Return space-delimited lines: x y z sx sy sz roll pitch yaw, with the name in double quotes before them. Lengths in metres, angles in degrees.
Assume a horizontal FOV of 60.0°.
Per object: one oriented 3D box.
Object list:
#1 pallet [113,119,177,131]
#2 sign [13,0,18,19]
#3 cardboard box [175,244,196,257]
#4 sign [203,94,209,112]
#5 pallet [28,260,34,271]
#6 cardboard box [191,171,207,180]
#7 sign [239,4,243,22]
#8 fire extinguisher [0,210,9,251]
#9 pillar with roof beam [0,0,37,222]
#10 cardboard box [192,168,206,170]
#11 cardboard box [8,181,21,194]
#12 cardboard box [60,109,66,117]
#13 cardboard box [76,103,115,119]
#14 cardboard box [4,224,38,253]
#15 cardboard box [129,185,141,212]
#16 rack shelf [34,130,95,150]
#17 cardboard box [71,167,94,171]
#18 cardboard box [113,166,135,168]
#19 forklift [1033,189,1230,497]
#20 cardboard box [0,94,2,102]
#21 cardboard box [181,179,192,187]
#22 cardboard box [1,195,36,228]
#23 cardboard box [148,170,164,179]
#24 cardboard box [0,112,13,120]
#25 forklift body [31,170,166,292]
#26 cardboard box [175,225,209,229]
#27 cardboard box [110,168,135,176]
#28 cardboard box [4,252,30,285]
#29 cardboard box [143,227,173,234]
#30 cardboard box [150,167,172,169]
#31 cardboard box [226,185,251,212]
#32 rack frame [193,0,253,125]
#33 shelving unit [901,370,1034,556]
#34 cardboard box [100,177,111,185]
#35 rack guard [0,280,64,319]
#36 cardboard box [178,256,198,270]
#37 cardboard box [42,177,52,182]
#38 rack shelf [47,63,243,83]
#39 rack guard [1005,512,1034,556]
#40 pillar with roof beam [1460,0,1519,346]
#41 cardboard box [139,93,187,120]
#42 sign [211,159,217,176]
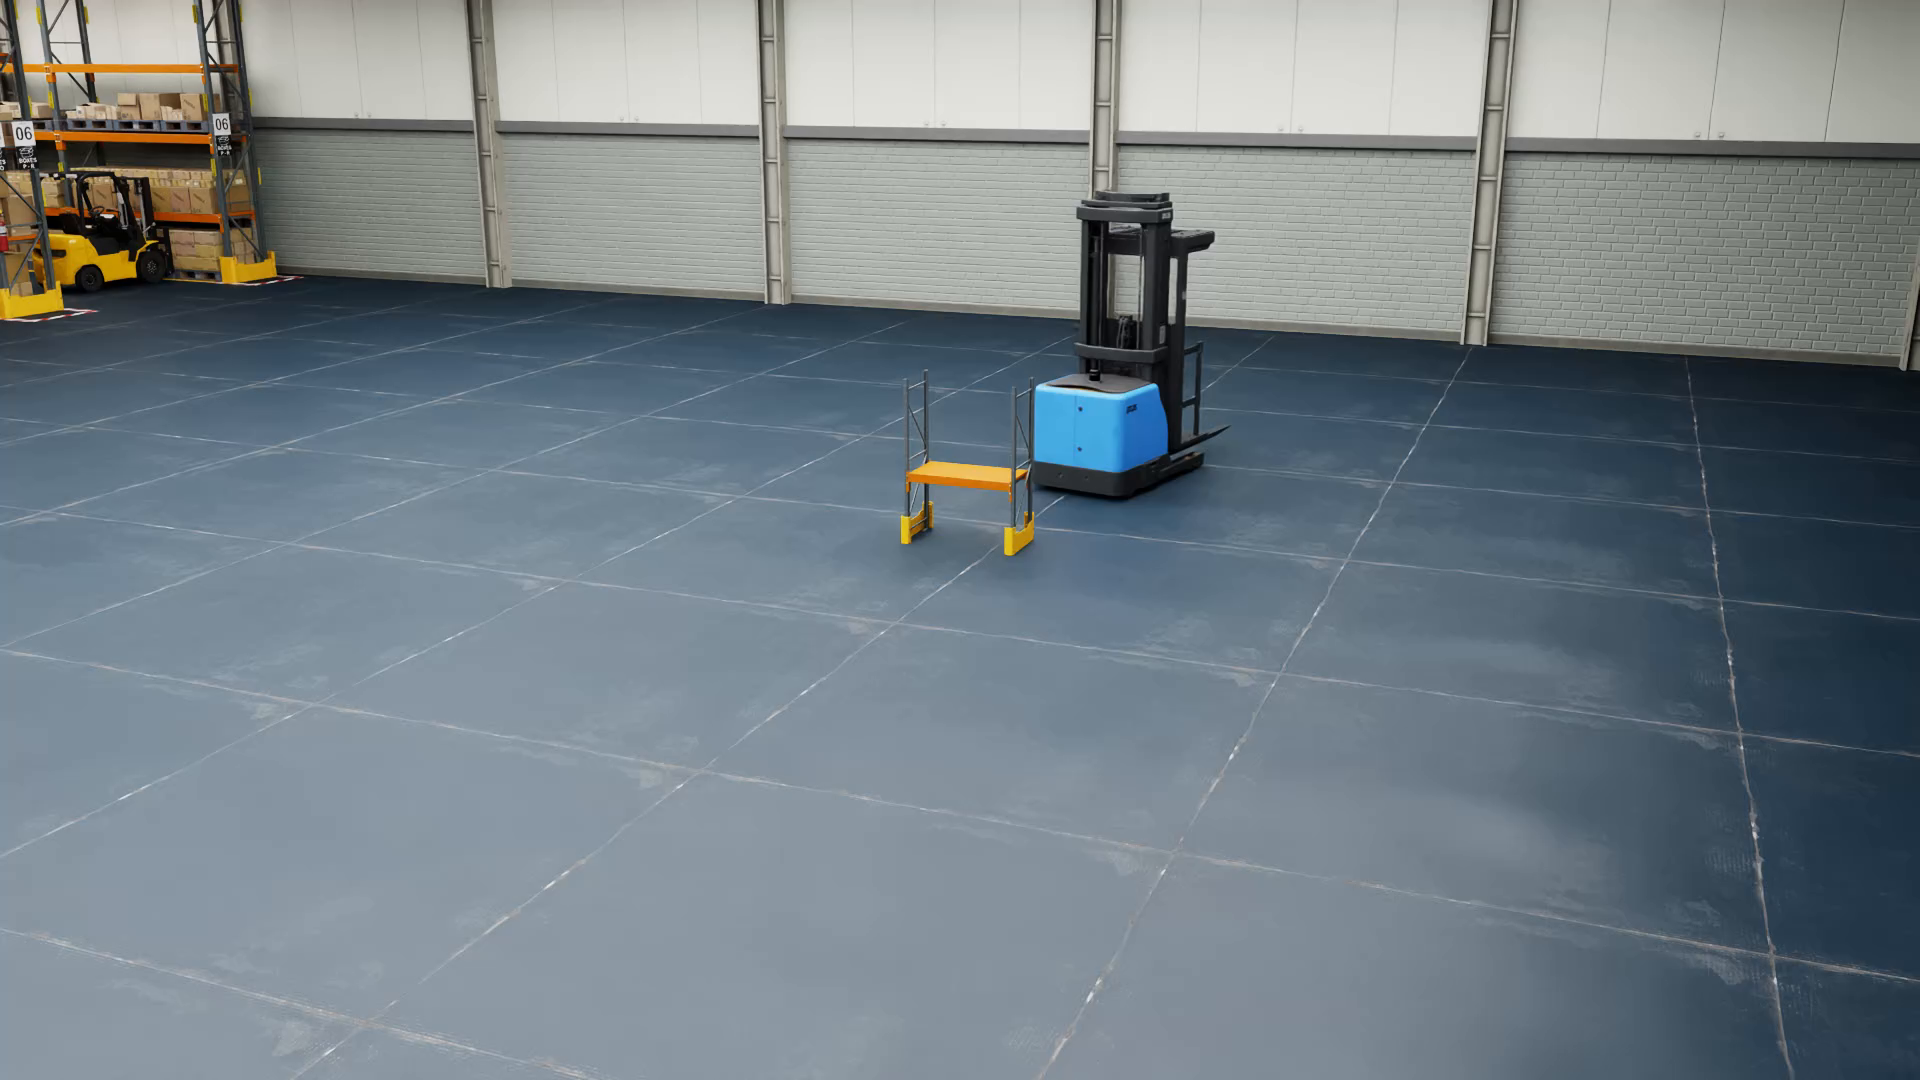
"pallet" -15.887 -8.212 32.858 1.213 0.211 1.003 6 17 21
"sign" -15.718 -8.831 27.635 0.005 0.325 0.100 6 17 21
"cardboard box" -15.130 -5.754 32.897 0.500 0.250 0.500 6 17 20
"sign" -14.312 -8.299 31.553 0.005 0.325 0.100 6 17 21
"pallet" -18.520 -5.746 34.586 1.213 0.211 1.003 6 17 21
"cardboard box" -14.751 -7.112 32.415 0.250 0.149 0.380 6 17 21
"sign" -13.890 -10.159 32.068 0.005 0.325 0.100 6 17 21
"fire extinguisher" -15.980 -5.154 27.686 0.183 0.674 0.296 6 17 21
"pillar with roof beam" -21.578 -9.294 31.046 0.400 9.000 9.100 6 17 21
"cardboard box" -15.040 -7.291 33.030 0.250 0.149 0.380 6 17 21
"cardboard box" -19.326 -7.276 34.229 0.500 0.250 0.500 7 17 22
"cardboard box" -18.538 -8.727 33.992 0.250 0.149 0.380 6 17 21
"cardboard box" -17.136 -8.519 32.984 0.500 0.311 0.500 7 17 22
"cardboard box" -19.729 -6.289 34.963 0.625 0.625 0.875 6 17 18
"cardboard box" -16.082 -6.797 33.027 0.500 0.500 0.500 6 17 21
"rack shelf" -19.681 -8.319 34.360 4.000 0.370 1.077 6 17 21
"cardboard box" -17.633 -7.412 33.450 0.250 0.149 0.380 7 17 22
"cardboard box" -16.943 -7.508 33.778 0.250 0.149 0.380 6 17 20
"forklift" 1.958 -2.193 17.470 1.130 2.935 3.031 10 19 32
"cardboard box" -20.010 -8.926 34.046 0.500 0.500 0.500 7 17 22
"cardboard box" -14.993 -6.994 32.541 0.250 0.149 0.380 7 17 22
"cardboard box" -16.256 -5.634 28.487 0.500 0.500 0.500 6 17 20
"cardboard box" -15.734 -7.199 32.716 0.250 0.149 0.380 7 17 22
"cardboard box" -16.173 -7.115 27.941 0.250 0.149 0.380 6 17 20
"forklift body" -16.533 -5.924 31.720 1.214 2.155 2.313 6 17 21
"cardboard box" -15.405 -6.174 33.446 0.500 0.250 0.500 6 17 20
"cardboard box" -16.663 -7.313 33.107 0.250 0.149 0.380 6 17 20
"cardboard box" -16.589 -4.720 28.887 0.500 0.500 0.500 6 17 19
"cardboard box" -16.061 -6.091 33.161 0.500 0.250 0.500 6 17 20
"cardboard box" -16.009 -7.394 33.387 0.250 0.149 0.380 7 18 22
"cardboard box" -14.459 -6.781 32.972 0.500 0.500 0.500 7 18 22
"rack frame" -14.100 -9.491 31.727 0.127 3.000 1.000 6 17 21
"shelving unit" 0.071 -0.712 14.938 1.083 1.500 0.587 6 17 21
"cardboard box" -16.924 -7.188 33.211 0.250 0.149 0.380 7 17 22
"rack guard" -15.988 -4.130 28.503 0.348 0.500 1.175 6 17 21
"cardboard box" -15.112 -5.511 32.955 0.500 0.250 0.500 6 17 21
"cardboard box" -18.467 -7.378 33.865 0.250 0.149 0.380 6 17 20
"rack shelf" -15.960 -9.158 32.588 4.000 0.370 1.077 6 17 21
"rack guard" 0.534 -0.061 14.936 0.087 0.250 0.587 6 17 21
"pillar with roof beam" 6.330 -6.225 20.475 0.400 9.000 9.100 6 17 21
"cardboard box" -15.517 -8.461 32.447 0.500 0.500 0.700 6 17 21
"sign" -14.312 -7.141 31.889 0.005 0.325 0.100 6 17 21
